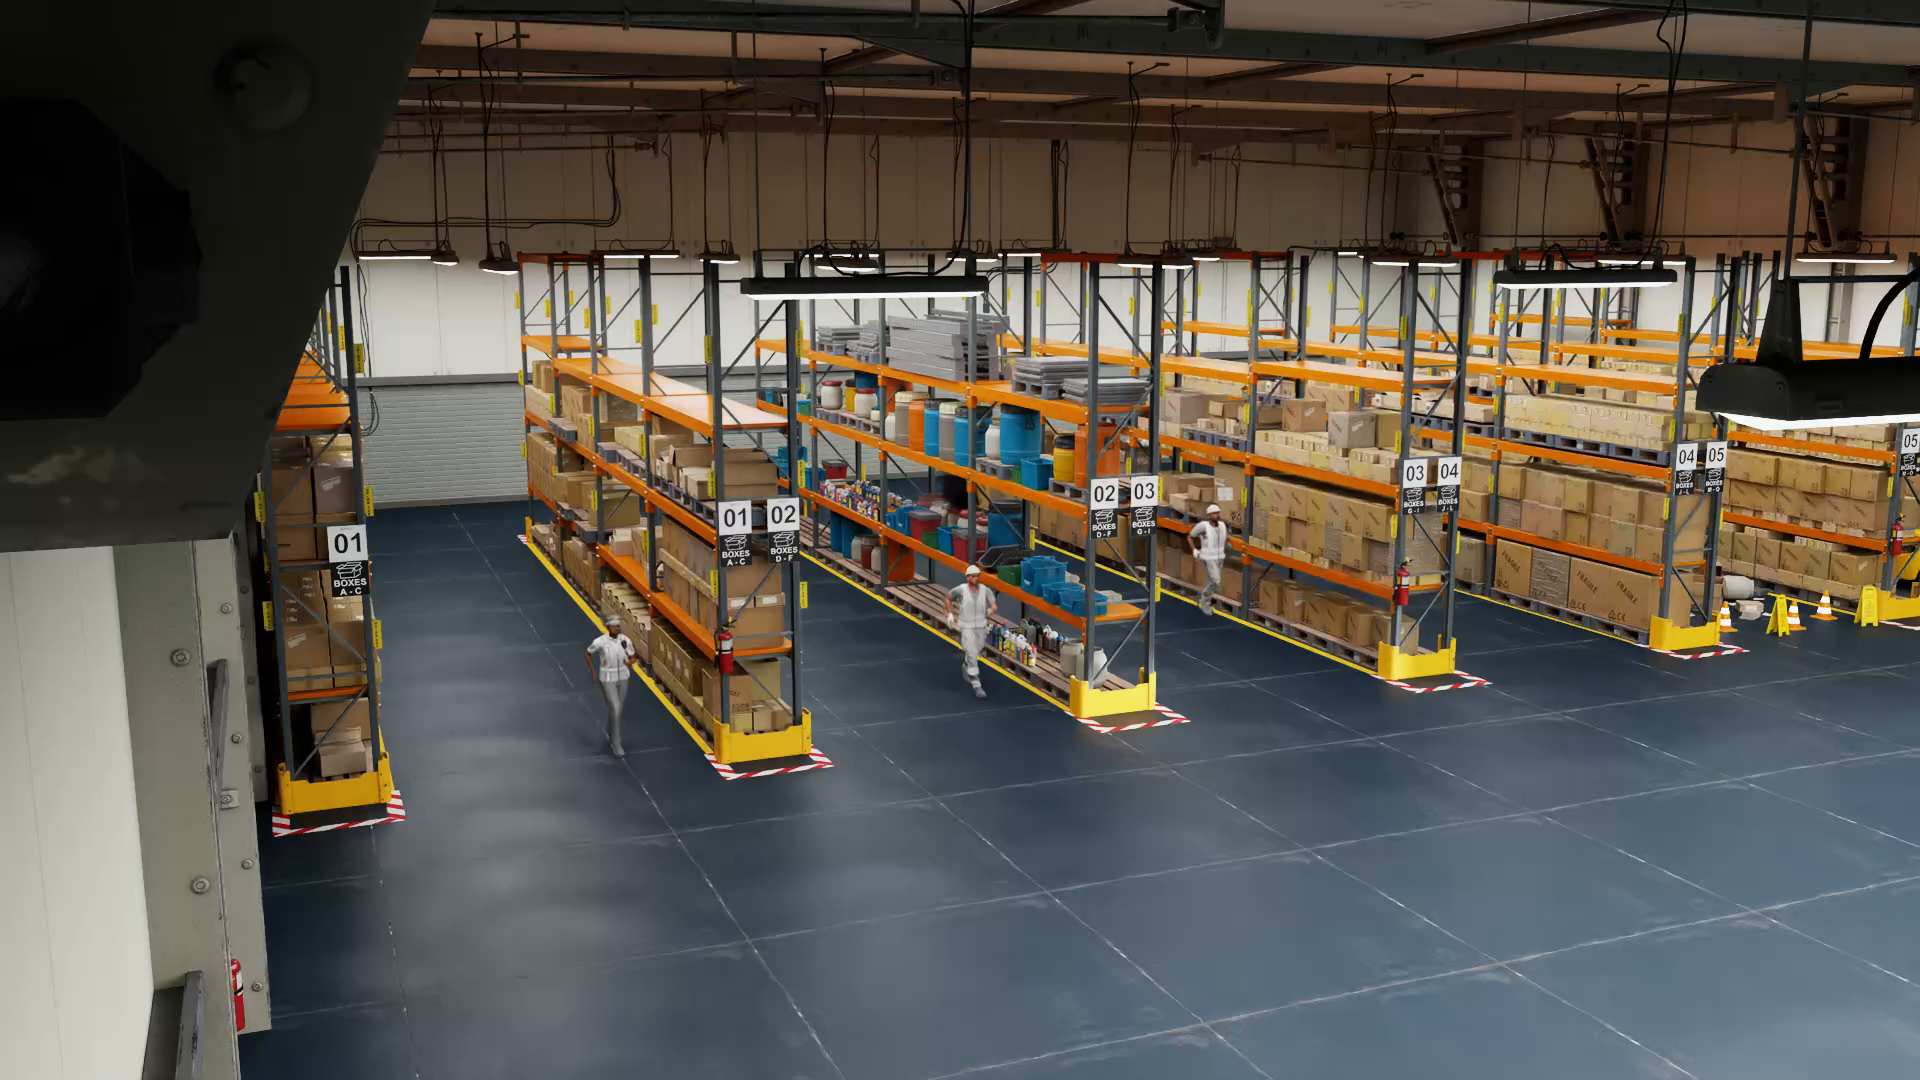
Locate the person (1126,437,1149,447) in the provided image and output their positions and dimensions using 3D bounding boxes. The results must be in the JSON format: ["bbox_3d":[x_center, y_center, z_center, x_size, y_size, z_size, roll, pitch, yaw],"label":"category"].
[{"bbox_3d":[4.330,-1.976,40.943,0.737,1.789,0.906,9,14,40],"label":"person"}]

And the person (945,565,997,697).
[{"bbox_3d":[0.170,1.217,23.200,0.670,1.776,1.007,-4,11,-20],"label":"person"}]

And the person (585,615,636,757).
[{"bbox_3d":[-4.303,1.772,20.658,0.548,1.758,0.763,-8,13,-38],"label":"person"}]

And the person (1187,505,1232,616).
[{"bbox_3d":[4.087,0.334,26.737,0.660,1.803,0.656,-7,12,-32],"label":"person"}]
